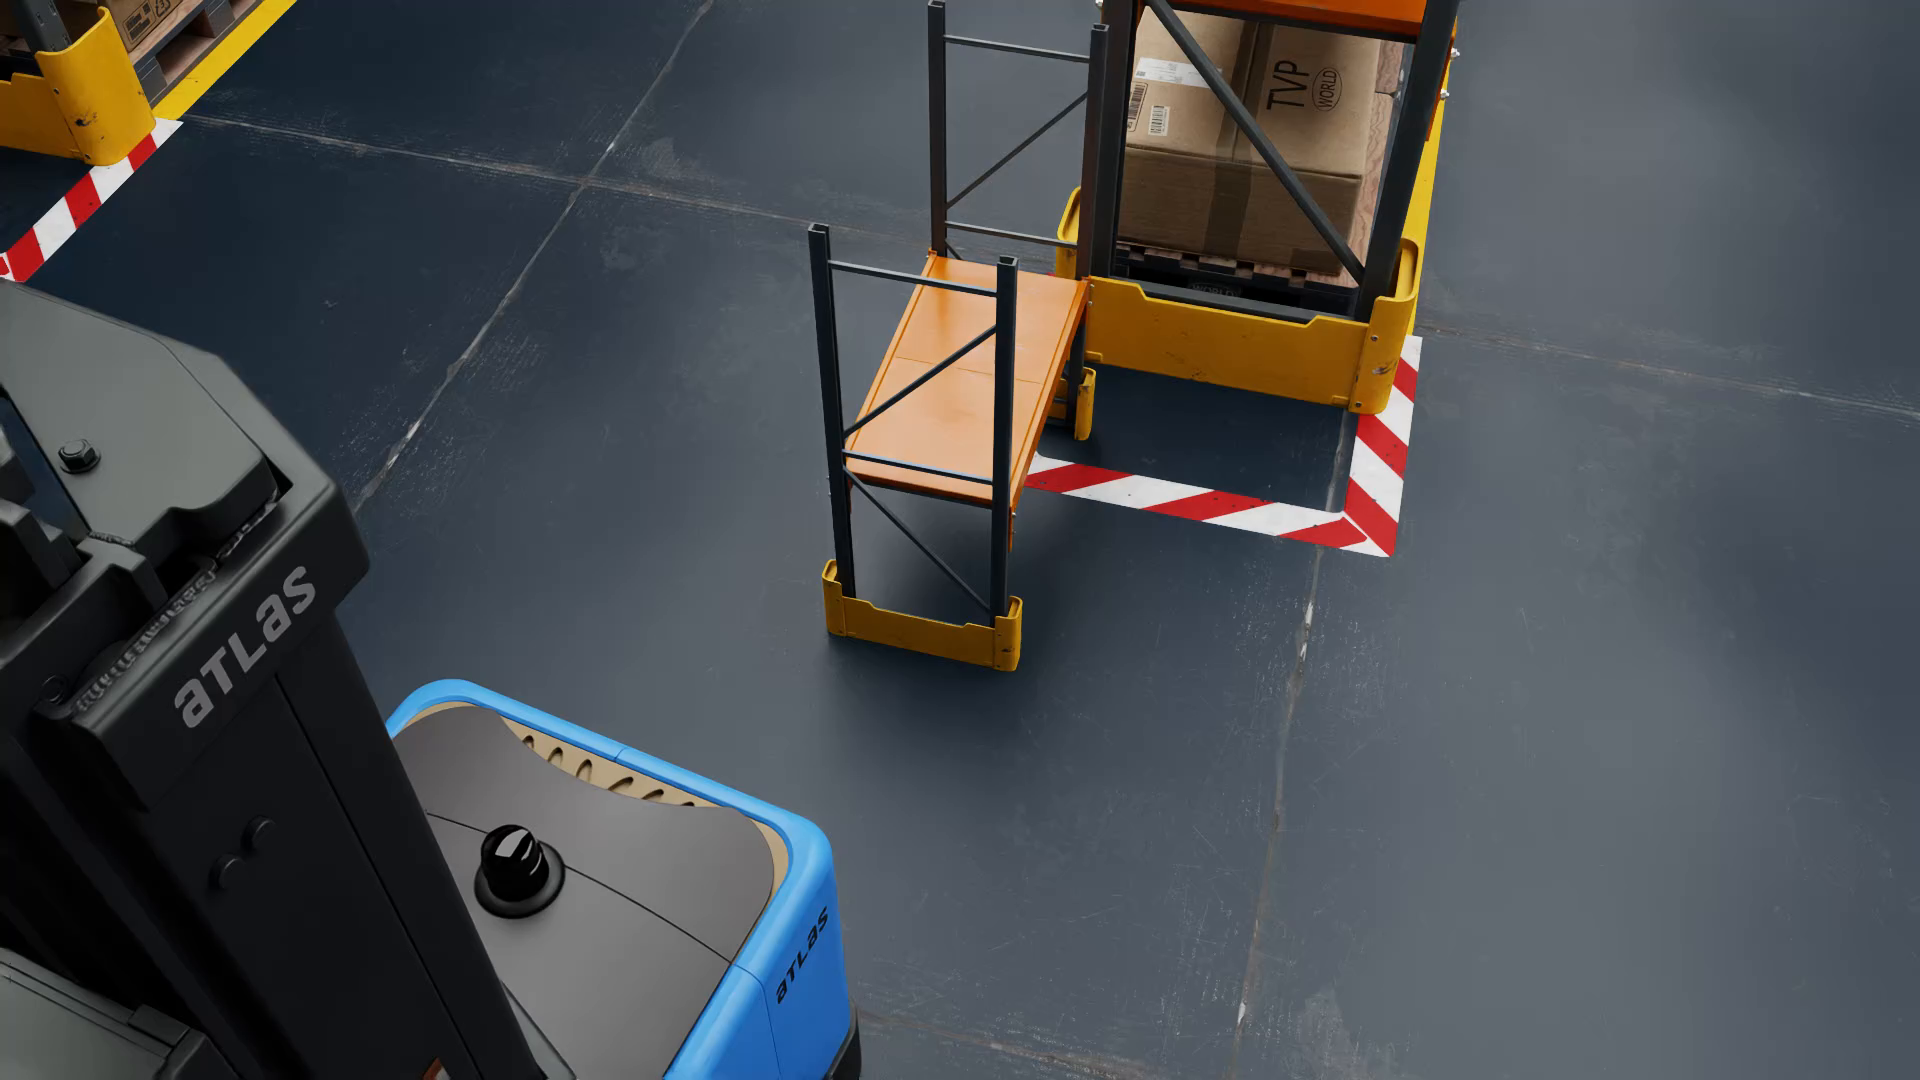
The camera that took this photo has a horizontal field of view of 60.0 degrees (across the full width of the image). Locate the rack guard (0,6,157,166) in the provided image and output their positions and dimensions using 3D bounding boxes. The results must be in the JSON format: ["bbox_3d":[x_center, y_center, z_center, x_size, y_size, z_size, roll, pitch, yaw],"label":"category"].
[{"bbox_3d":[-3.848,-1.865,6.563,1.175,0.500,0.348,12,50,10],"label":"rack guard"}]

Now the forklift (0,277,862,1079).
[{"bbox_3d":[-1.312,1.175,2.258,1.130,2.935,3.031,19,51,16],"label":"forklift"}]

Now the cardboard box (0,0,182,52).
[{"bbox_3d":[-3.615,-2.374,6.729,0.797,0.503,0.637,10,49,9],"label":"cardboard box"}]

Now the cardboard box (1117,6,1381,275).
[{"bbox_3d":[0.999,-1.449,5.957,0.875,0.438,0.875,10,49,9],"label":"cardboard box"}]

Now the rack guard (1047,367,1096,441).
[{"bbox_3d":[0.151,-0.498,5.523,0.587,0.250,0.087,12,50,10],"label":"rack guard"}]

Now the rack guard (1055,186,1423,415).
[{"bbox_3d":[0.915,-0.816,5.637,1.175,0.500,0.348,12,50,10],"label":"rack guard"}]

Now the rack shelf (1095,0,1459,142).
[{"bbox_3d":[1.448,-2.869,6.261,1.077,0.370,4.000,12,50,10],"label":"rack shelf"}]

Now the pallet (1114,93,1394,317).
[{"bbox_3d":[1.057,-1.331,6.284,1.003,0.211,1.213,12,50,10],"label":"pallet"}]

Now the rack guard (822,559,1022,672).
[{"bbox_3d":[-0.111,0.222,4.887,0.587,0.250,0.087,12,50,10],"label":"rack guard"}]

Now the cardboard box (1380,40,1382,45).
[{"bbox_3d":[1.232,-2.112,6.542,0.875,0.438,0.875,13,50,11],"label":"cardboard box"}]

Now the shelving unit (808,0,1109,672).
[{"bbox_3d":[0.020,-0.551,4.736,0.587,1.500,1.083,12,50,10],"label":"shelving unit"}]

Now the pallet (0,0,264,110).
[{"bbox_3d":[-3.639,-2.346,7.180,1.003,0.211,1.213,12,50,10],"label":"pallet"}]

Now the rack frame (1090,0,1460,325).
[{"bbox_3d":[0.922,-1.660,4.715,1.000,3.000,0.127,12,50,10],"label":"rack frame"}]

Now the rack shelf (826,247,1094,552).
[{"bbox_3d":[0.022,-0.439,4.877,0.538,0.185,1.000,12,50,10],"label":"rack shelf"}]

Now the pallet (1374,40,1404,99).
[{"bbox_3d":[1.380,-2.211,7.061,1.003,0.211,1.213,12,50,10],"label":"pallet"}]

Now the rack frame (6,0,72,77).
[{"bbox_3d":[-3.868,-2.637,5.577,1.000,3.000,0.127,12,50,10],"label":"rack frame"}]

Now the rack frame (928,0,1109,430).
[{"bbox_3d":[0.156,-0.926,5.067,0.500,1.500,0.032,12,50,10],"label":"rack frame"}]

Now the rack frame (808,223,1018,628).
[{"bbox_3d":[-0.111,-0.190,4.418,0.500,1.500,0.032,12,50,10],"label":"rack frame"}]
